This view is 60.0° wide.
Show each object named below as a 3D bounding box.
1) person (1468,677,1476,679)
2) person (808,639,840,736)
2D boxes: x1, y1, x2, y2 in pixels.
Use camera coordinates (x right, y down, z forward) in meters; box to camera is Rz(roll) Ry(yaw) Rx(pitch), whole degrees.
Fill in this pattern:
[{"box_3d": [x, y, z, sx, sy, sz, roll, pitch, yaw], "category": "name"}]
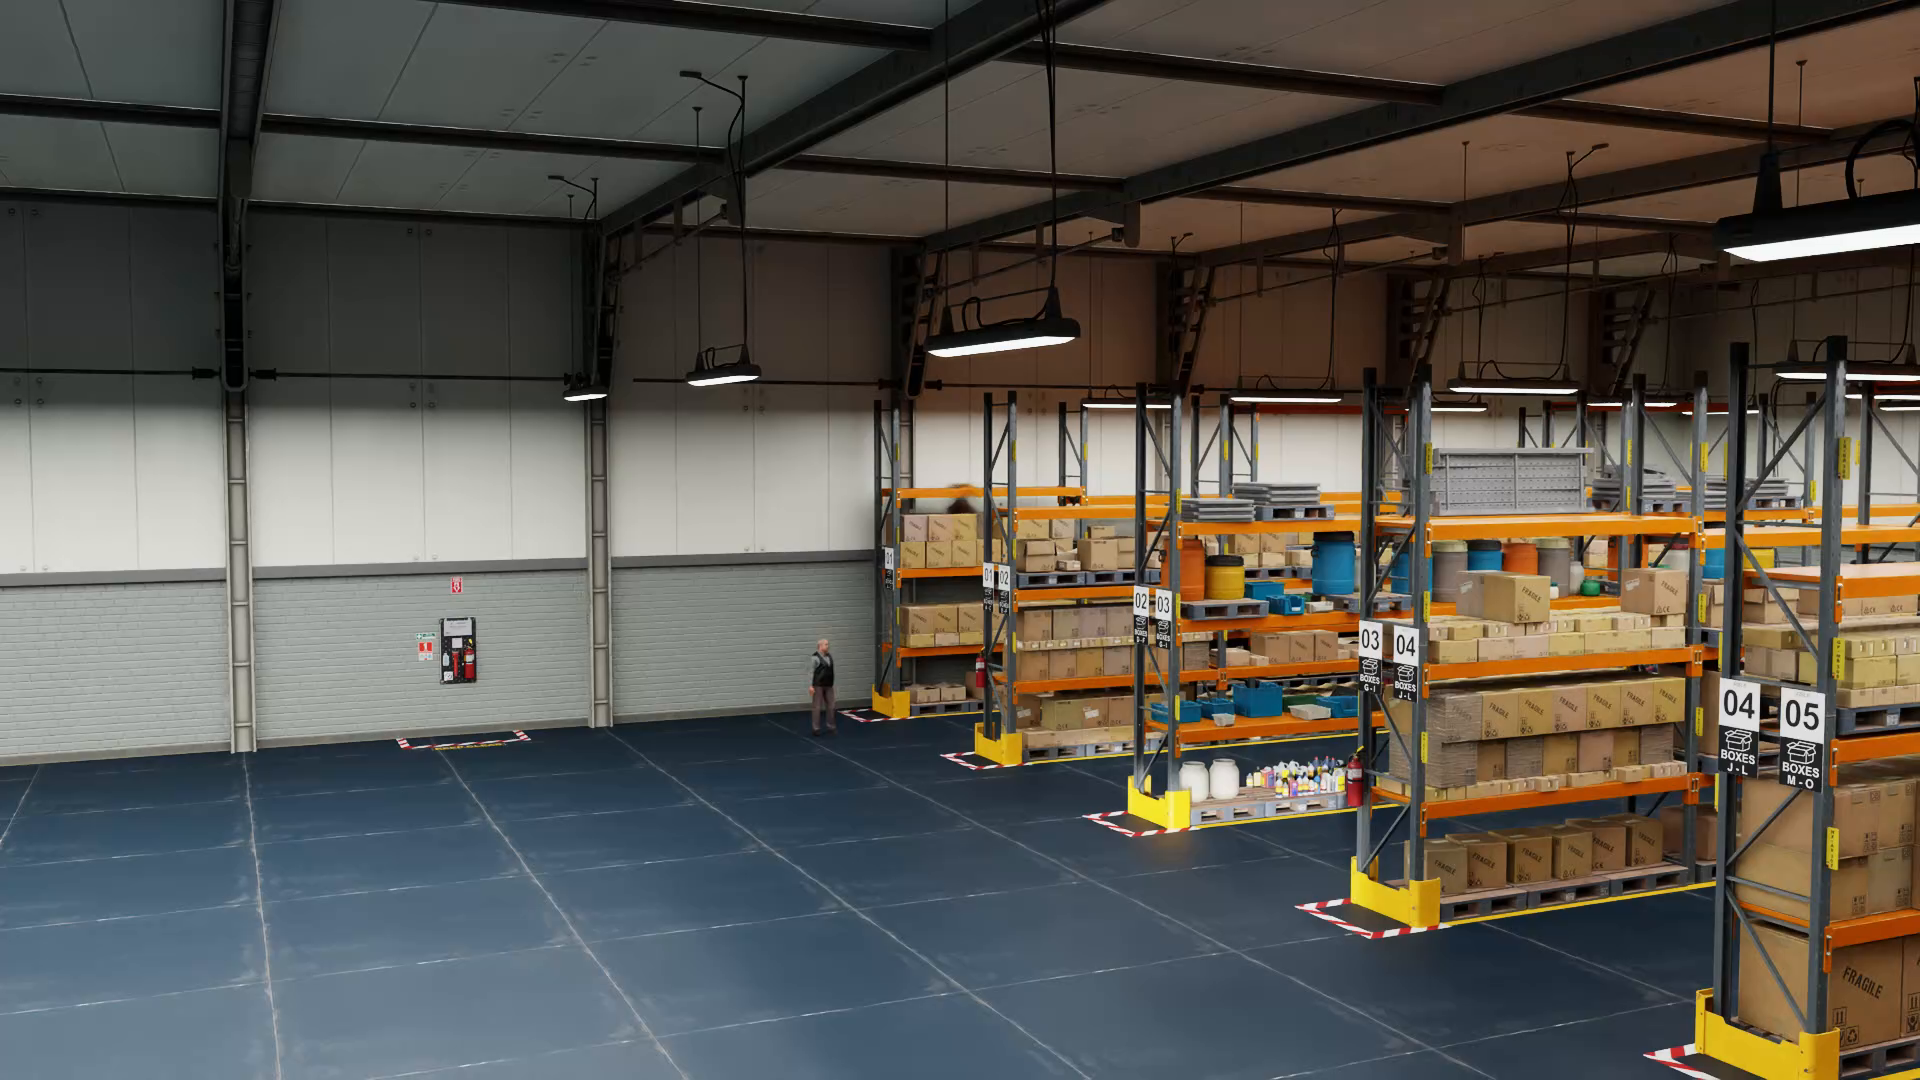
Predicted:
[{"box_3d": [8.231, 2.911, 26.925, 0.872, 1.364, 0.509, -1, 3, -17], "category": "person"}, {"box_3d": [-2.425, 2.617, 29.374, 0.422, 1.754, 0.620, 3, 4, 41], "category": "person"}]
